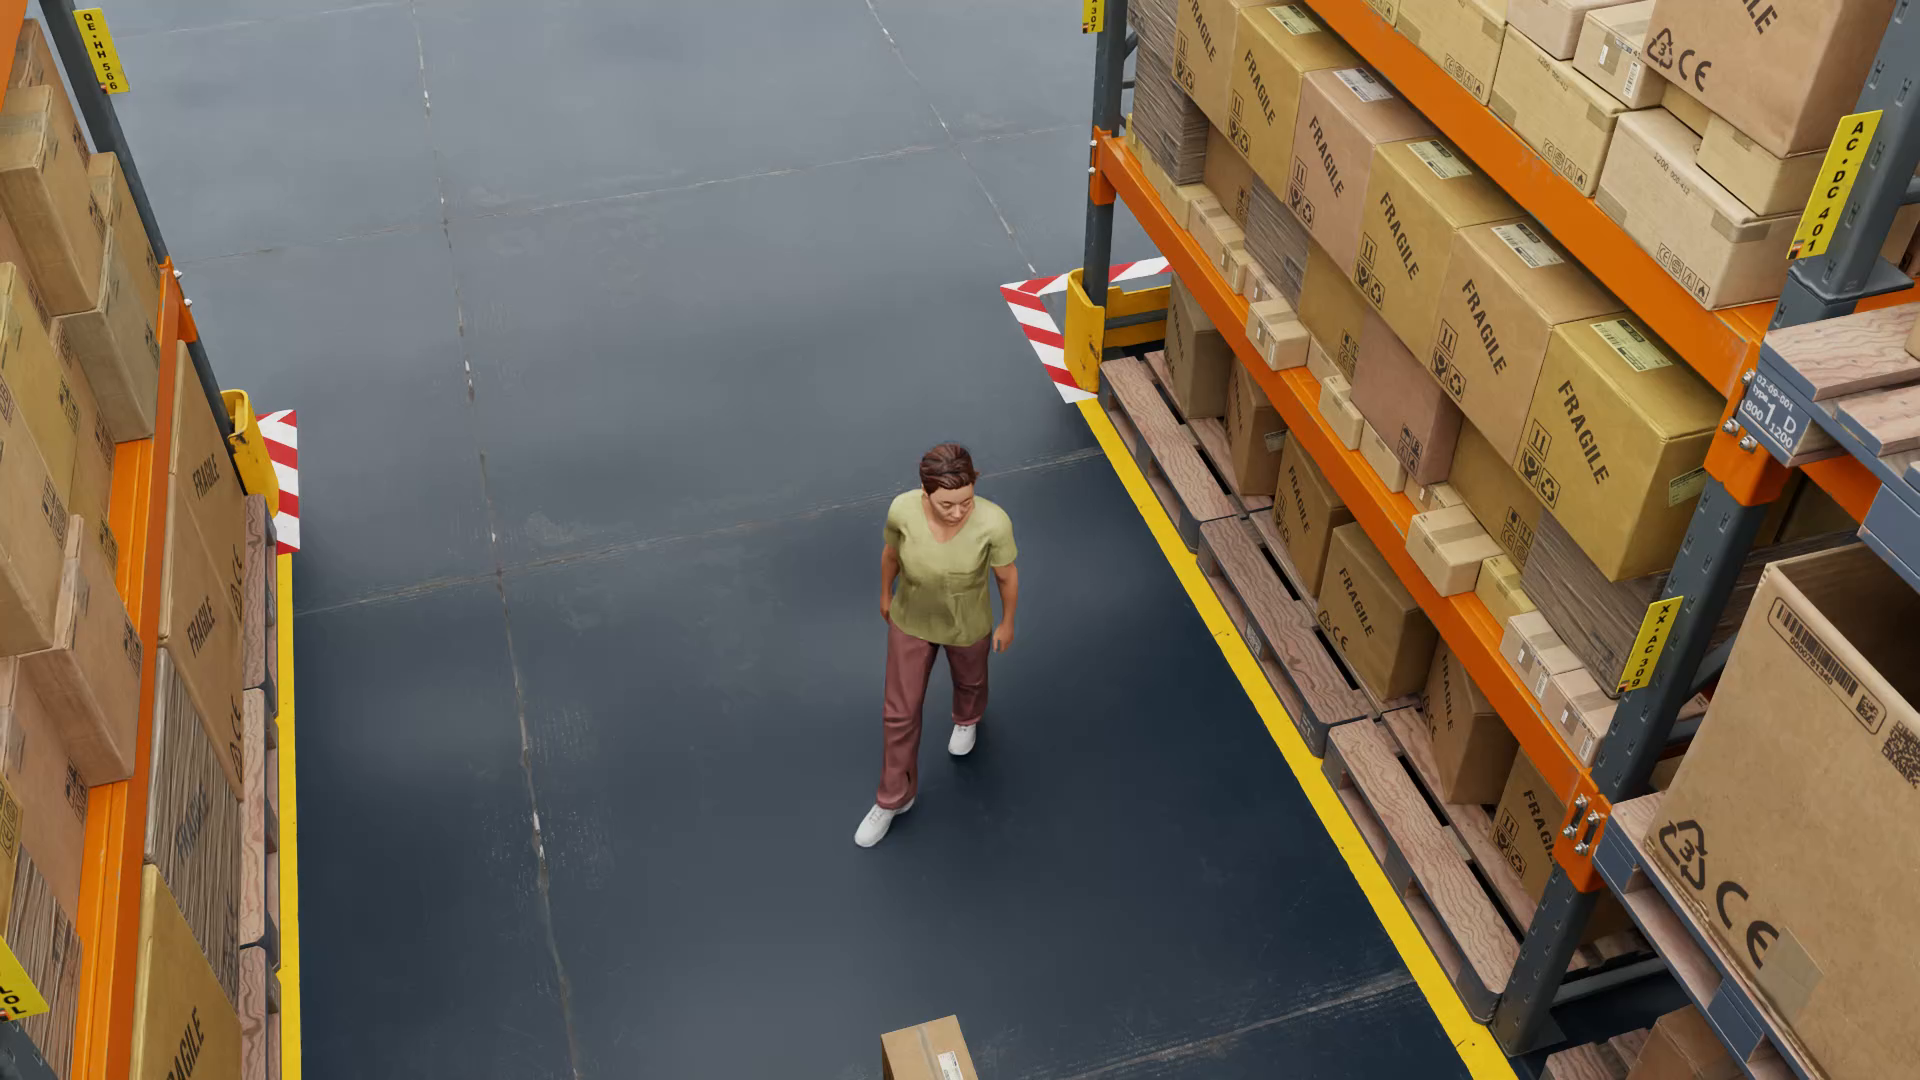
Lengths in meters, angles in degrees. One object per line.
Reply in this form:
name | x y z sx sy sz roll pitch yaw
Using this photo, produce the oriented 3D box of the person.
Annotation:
person | -0.075 0.298 5.833 0.545 1.661 0.765 6 43 6
